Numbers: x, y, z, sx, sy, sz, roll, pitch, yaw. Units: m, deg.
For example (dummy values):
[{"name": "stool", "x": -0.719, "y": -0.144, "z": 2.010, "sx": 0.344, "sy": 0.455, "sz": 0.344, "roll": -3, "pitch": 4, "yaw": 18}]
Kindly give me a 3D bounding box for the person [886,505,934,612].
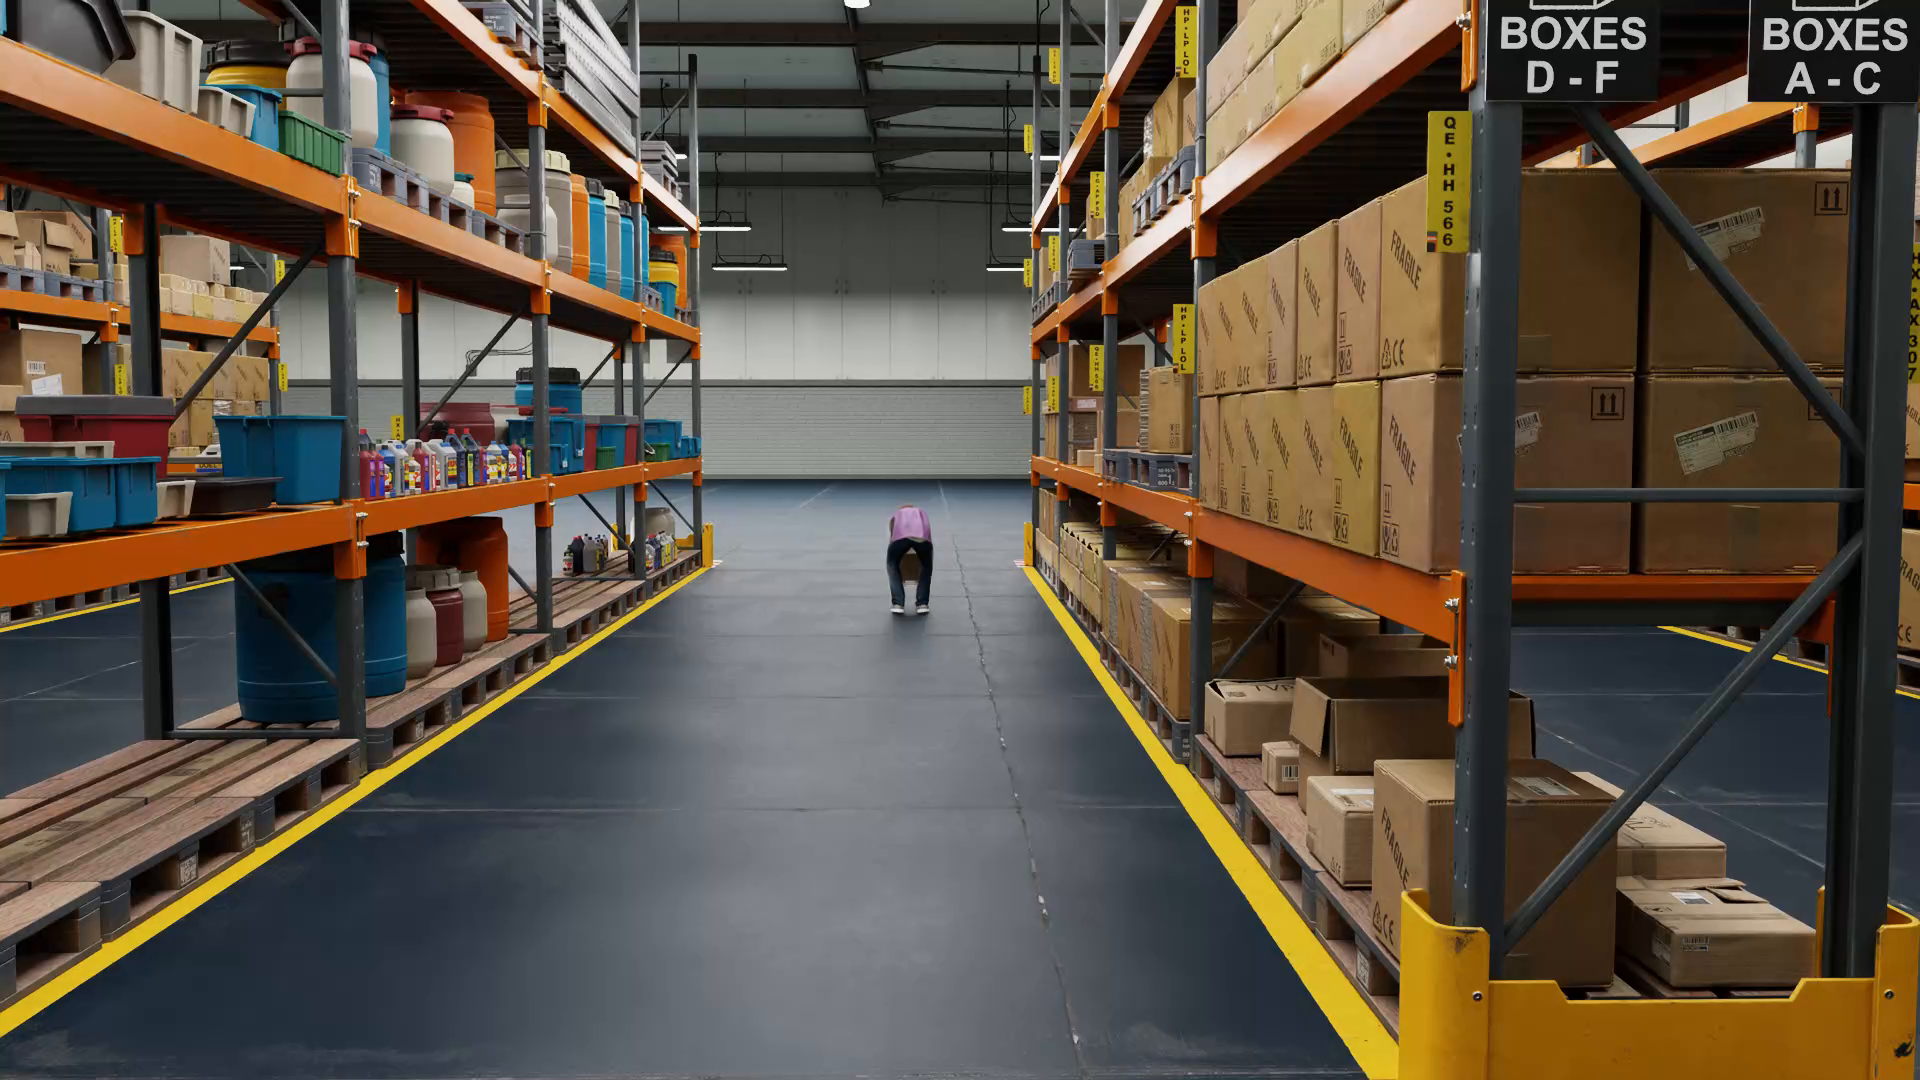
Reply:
[{"name": "person", "x": -0.454, "y": 0.168, "z": 14.994, "sx": 0.425, "sy": 0.951, "sz": 0.863, "roll": 0, "pitch": 4, "yaw": -4}]
